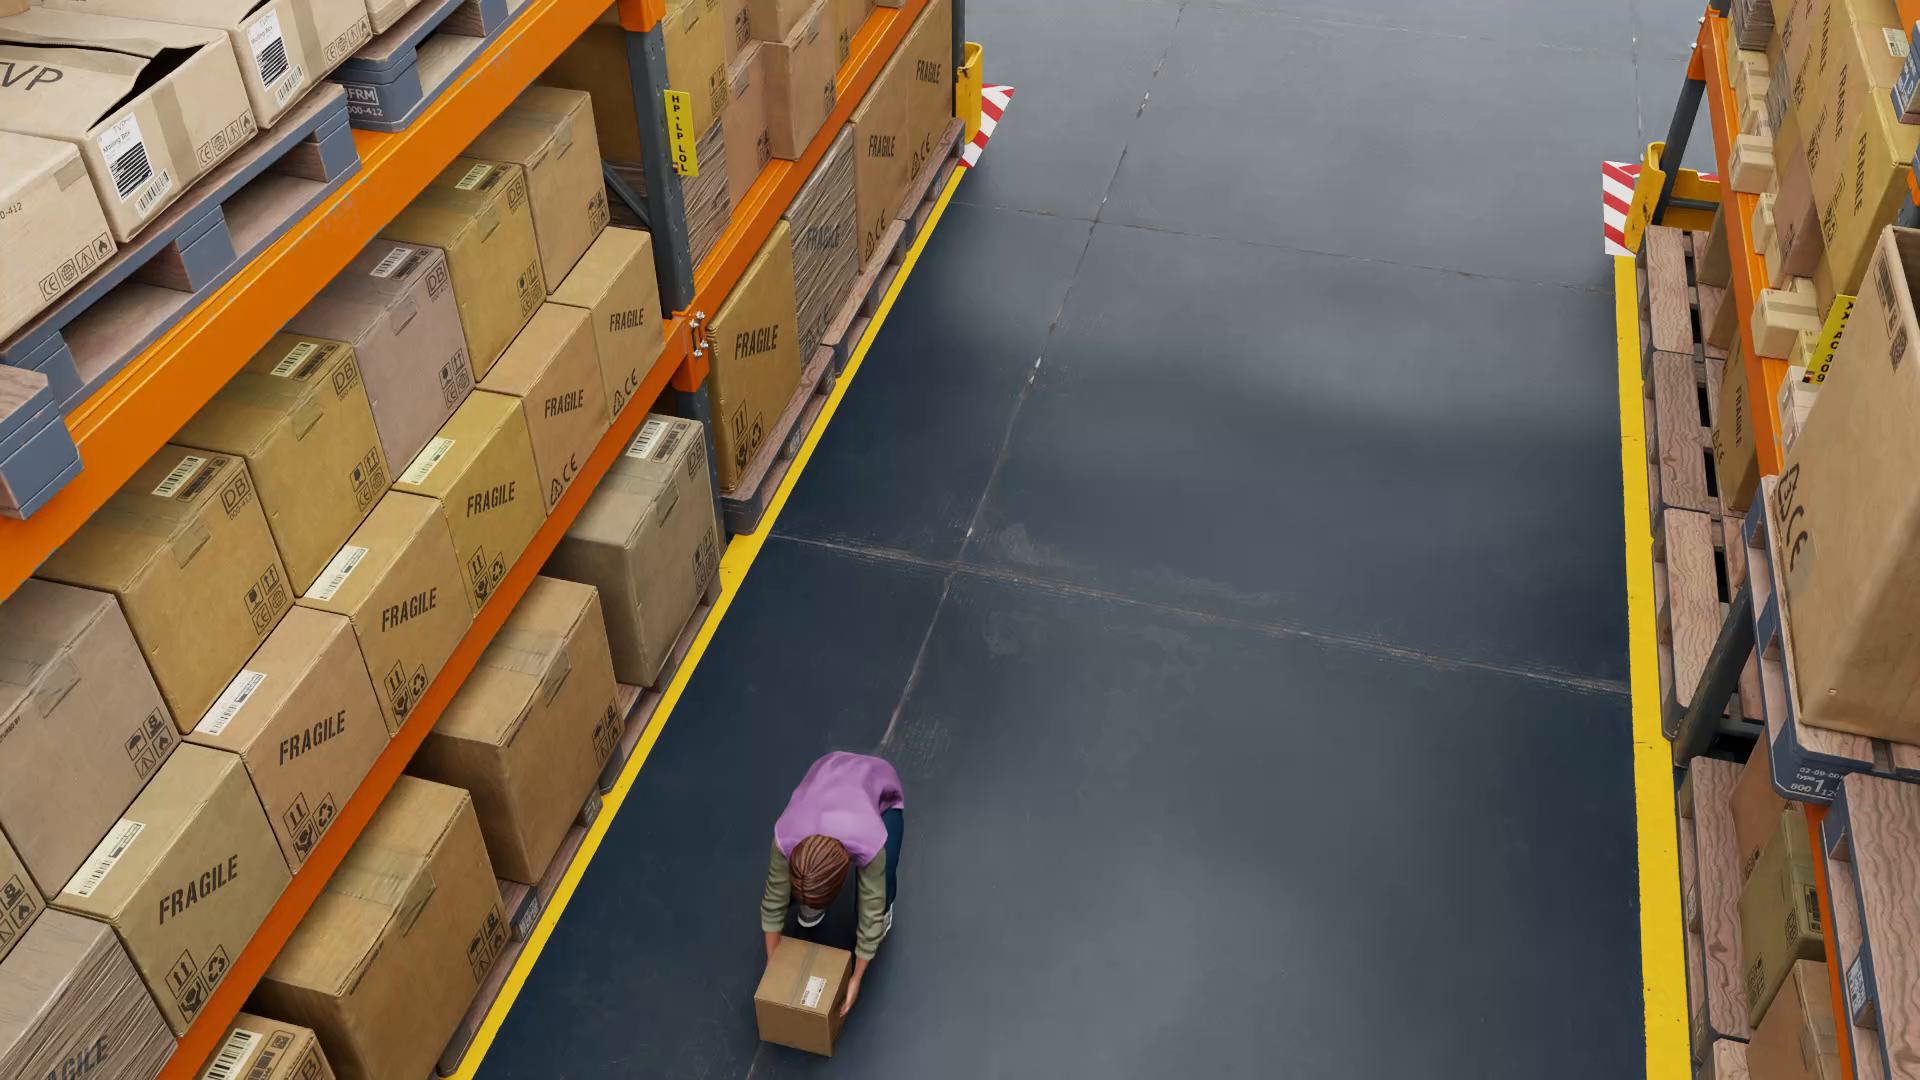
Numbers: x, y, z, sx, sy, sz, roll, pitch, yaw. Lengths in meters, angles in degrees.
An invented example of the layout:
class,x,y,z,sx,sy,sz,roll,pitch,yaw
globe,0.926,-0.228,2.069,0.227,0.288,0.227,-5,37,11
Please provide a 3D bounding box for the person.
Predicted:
class,x,y,z,sx,sy,sz,roll,pitch,yaw
person,-0.407,1.065,5.548,0.442,0.829,0.801,10,43,11
